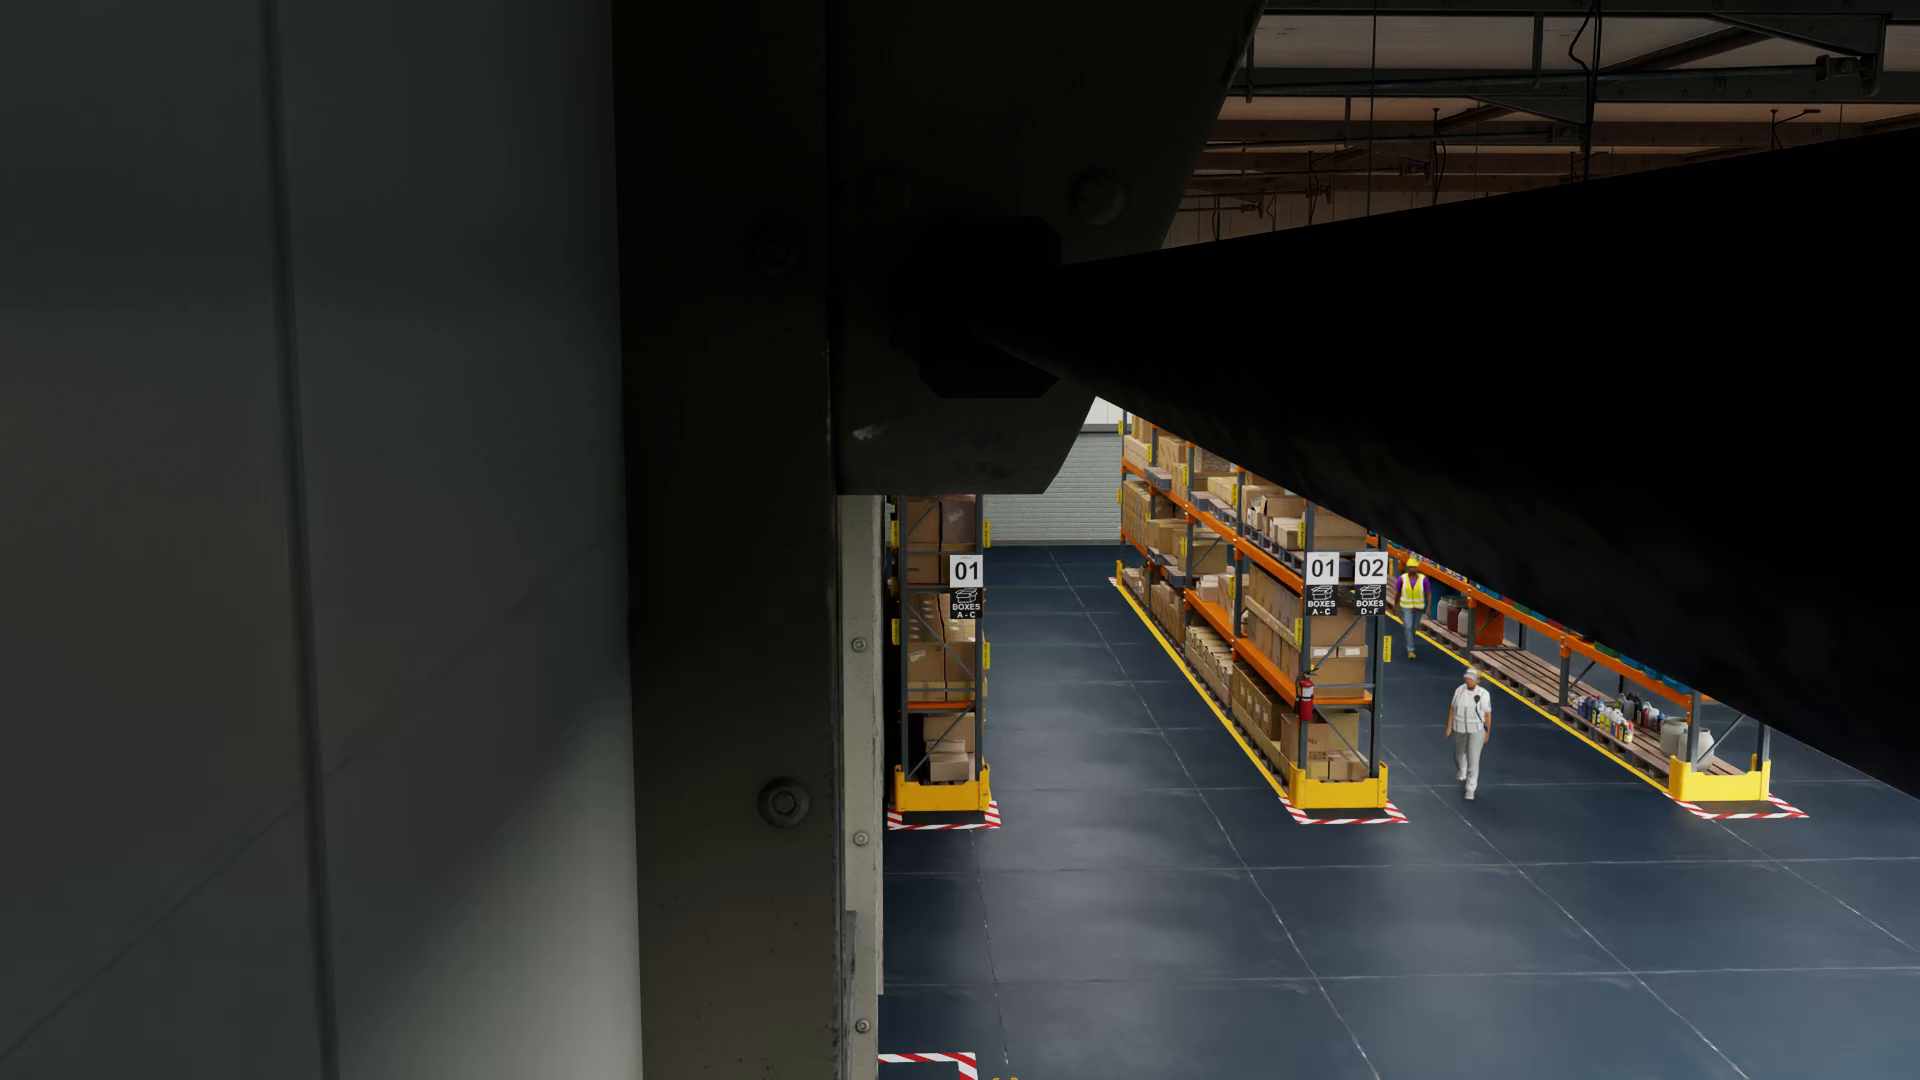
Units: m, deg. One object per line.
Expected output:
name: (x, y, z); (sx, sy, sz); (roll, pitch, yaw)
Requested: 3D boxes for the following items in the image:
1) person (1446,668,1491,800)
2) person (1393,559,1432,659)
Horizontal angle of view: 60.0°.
person: (6.491, 2.405, 21.198); (0.528, 1.608, 1.006); (4, 9, 25)
person: (7.953, 1.181, 29.159); (0.593, 1.708, 1.085); (0, 8, 1)
